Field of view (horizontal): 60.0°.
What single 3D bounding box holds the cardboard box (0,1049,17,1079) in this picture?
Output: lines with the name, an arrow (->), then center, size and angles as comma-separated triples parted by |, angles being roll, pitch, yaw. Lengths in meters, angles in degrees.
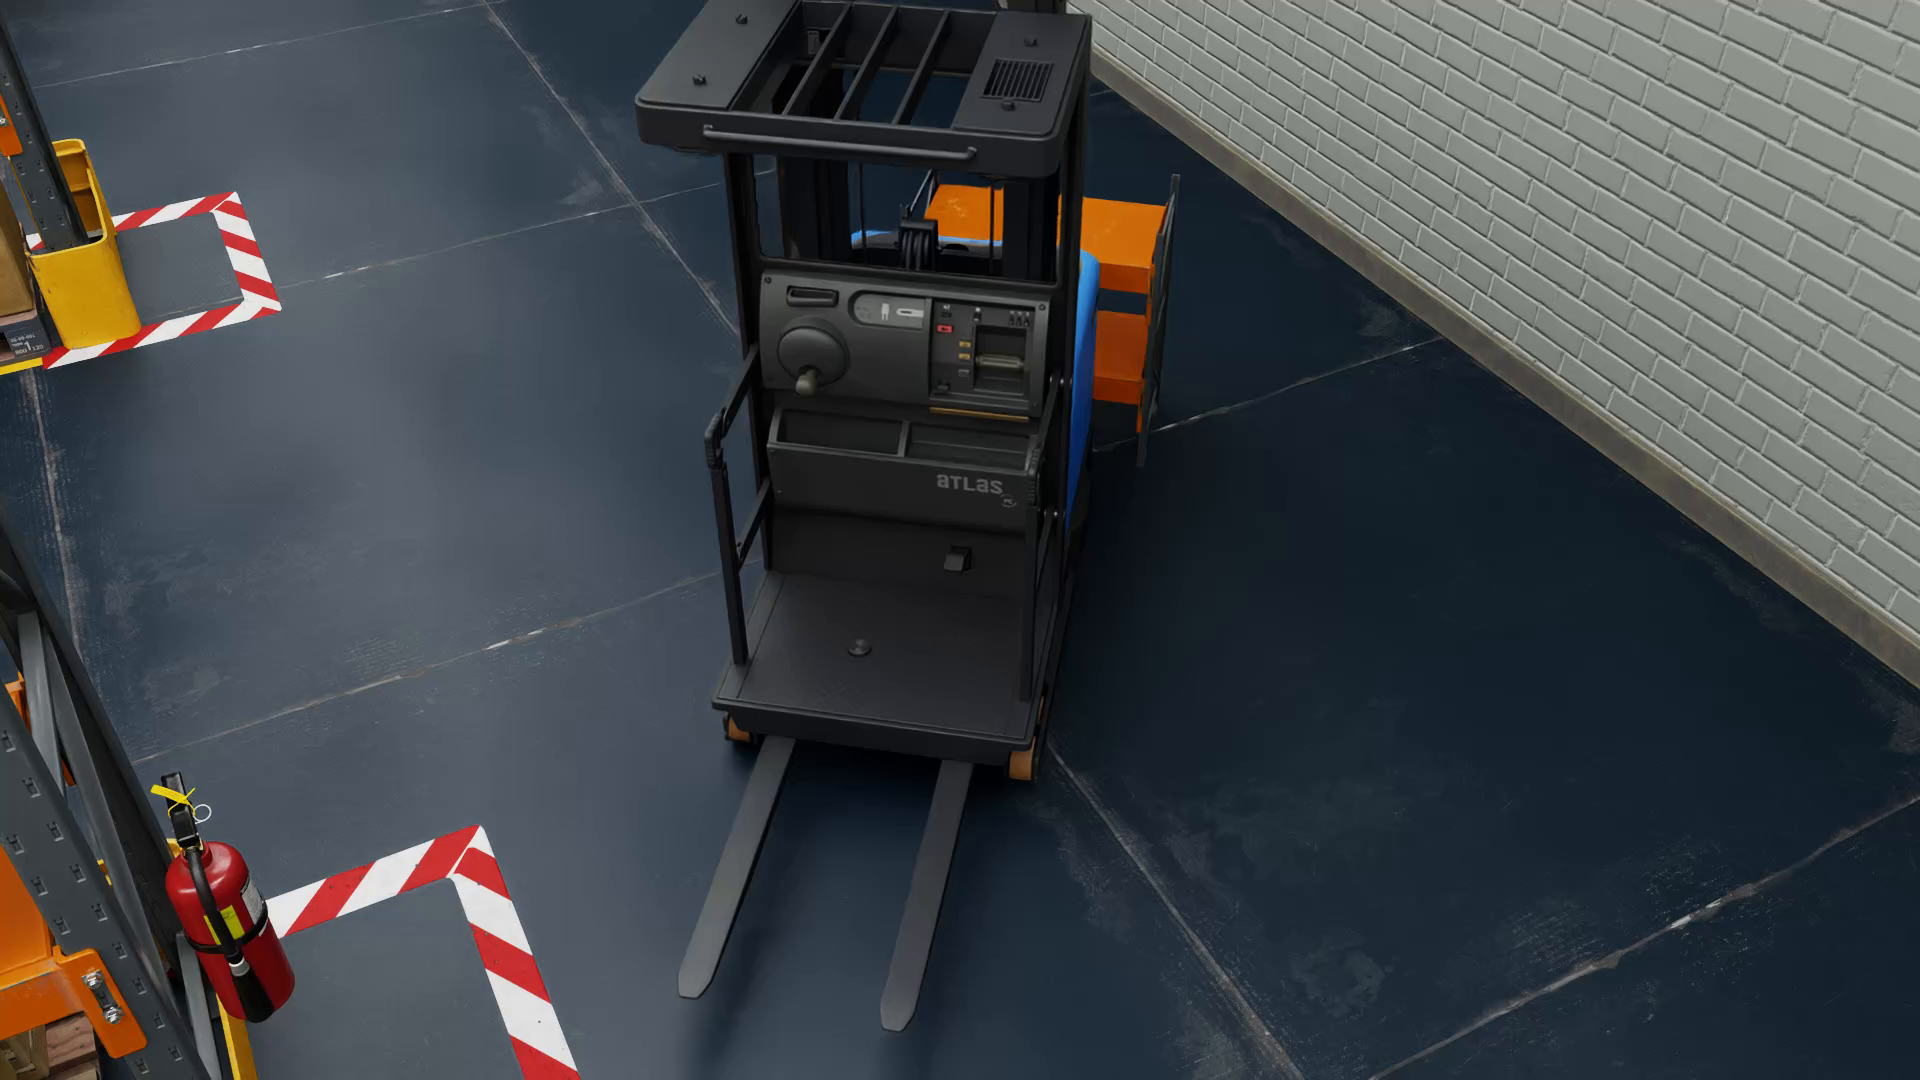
cardboard box -> -2.480, 1.475, 4.107 | 0.250, 0.149, 0.380 | -18, 43, -20

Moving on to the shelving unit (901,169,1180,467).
shelving unit -> 0.330, -0.974, 7.030 | 1.048, 1.125, 0.538 | 8, 41, 10

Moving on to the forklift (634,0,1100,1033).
forklift -> -0.218, -0.545, 5.125 | 1.130, 2.935, 3.031 | 7, 41, 8

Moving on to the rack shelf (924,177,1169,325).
rack shelf -> 0.330, -1.197, 6.841 | 1.000, 0.278, 0.538 | 8, 41, 10

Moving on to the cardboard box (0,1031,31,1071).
cardboard box -> -2.710, 1.294, 4.550 | 0.250, 0.149, 0.380 | -17, 43, -19

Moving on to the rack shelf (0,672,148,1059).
rack shelf -> -3.901, 1.342, 3.399 | 4.000, 0.370, 1.077 | -19, 44, -21

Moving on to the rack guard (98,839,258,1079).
rack guard -> -2.194, 1.448, 4.653 | 0.348, 0.500, 1.175 | -19, 44, -21

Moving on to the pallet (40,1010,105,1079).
pallet -> -2.931, 1.780, 4.484 | 1.213, 0.211, 1.003 | -19, 44, -21

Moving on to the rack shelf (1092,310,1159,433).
rack shelf -> 0.330, -0.787, 7.188 | 1.000, 0.278, 0.538 | 8, 41, 10

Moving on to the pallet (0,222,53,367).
pallet -> -5.002, -1.054, 7.832 | 1.213, 0.211, 1.003 | -19, 44, -21

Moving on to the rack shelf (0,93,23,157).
rack shelf -> -6.102, -1.530, 6.793 | 4.000, 0.370, 1.077 | -19, 44, -21

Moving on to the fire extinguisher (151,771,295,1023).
fire extinguisher -> -1.690, 0.832, 3.794 | 0.183, 0.674, 0.296 | -19, 44, -21

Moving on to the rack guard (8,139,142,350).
rack guard -> -4.307, -1.455, 8.082 | 0.348, 0.500, 1.175 | -19, 44, -21

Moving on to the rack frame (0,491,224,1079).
rack frame -> -2.127, 0.471, 3.872 | 0.127, 3.000, 1.000 | -19, 44, -21

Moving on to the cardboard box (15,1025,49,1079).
cardboard box -> -2.740, 1.372, 4.690 | 0.250, 0.149, 0.380 | -18, 43, -20

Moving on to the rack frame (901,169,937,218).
rack frame -> -0.166, -1.047, 7.116 | 0.032, 1.125, 0.500 | 8, 41, 10

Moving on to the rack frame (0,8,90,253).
rack frame -> -4.329, -2.402, 7.265 | 0.127, 3.000, 1.000 | -19, 44, -21

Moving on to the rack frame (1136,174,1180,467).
rack frame -> 0.826, -0.901, 6.944 | 0.032, 1.125, 0.500 | 8, 41, 10

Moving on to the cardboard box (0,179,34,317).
cardboard box -> -4.859, -1.514, 7.536 | 0.875, 0.875, 0.875 | -19, 44, -21
